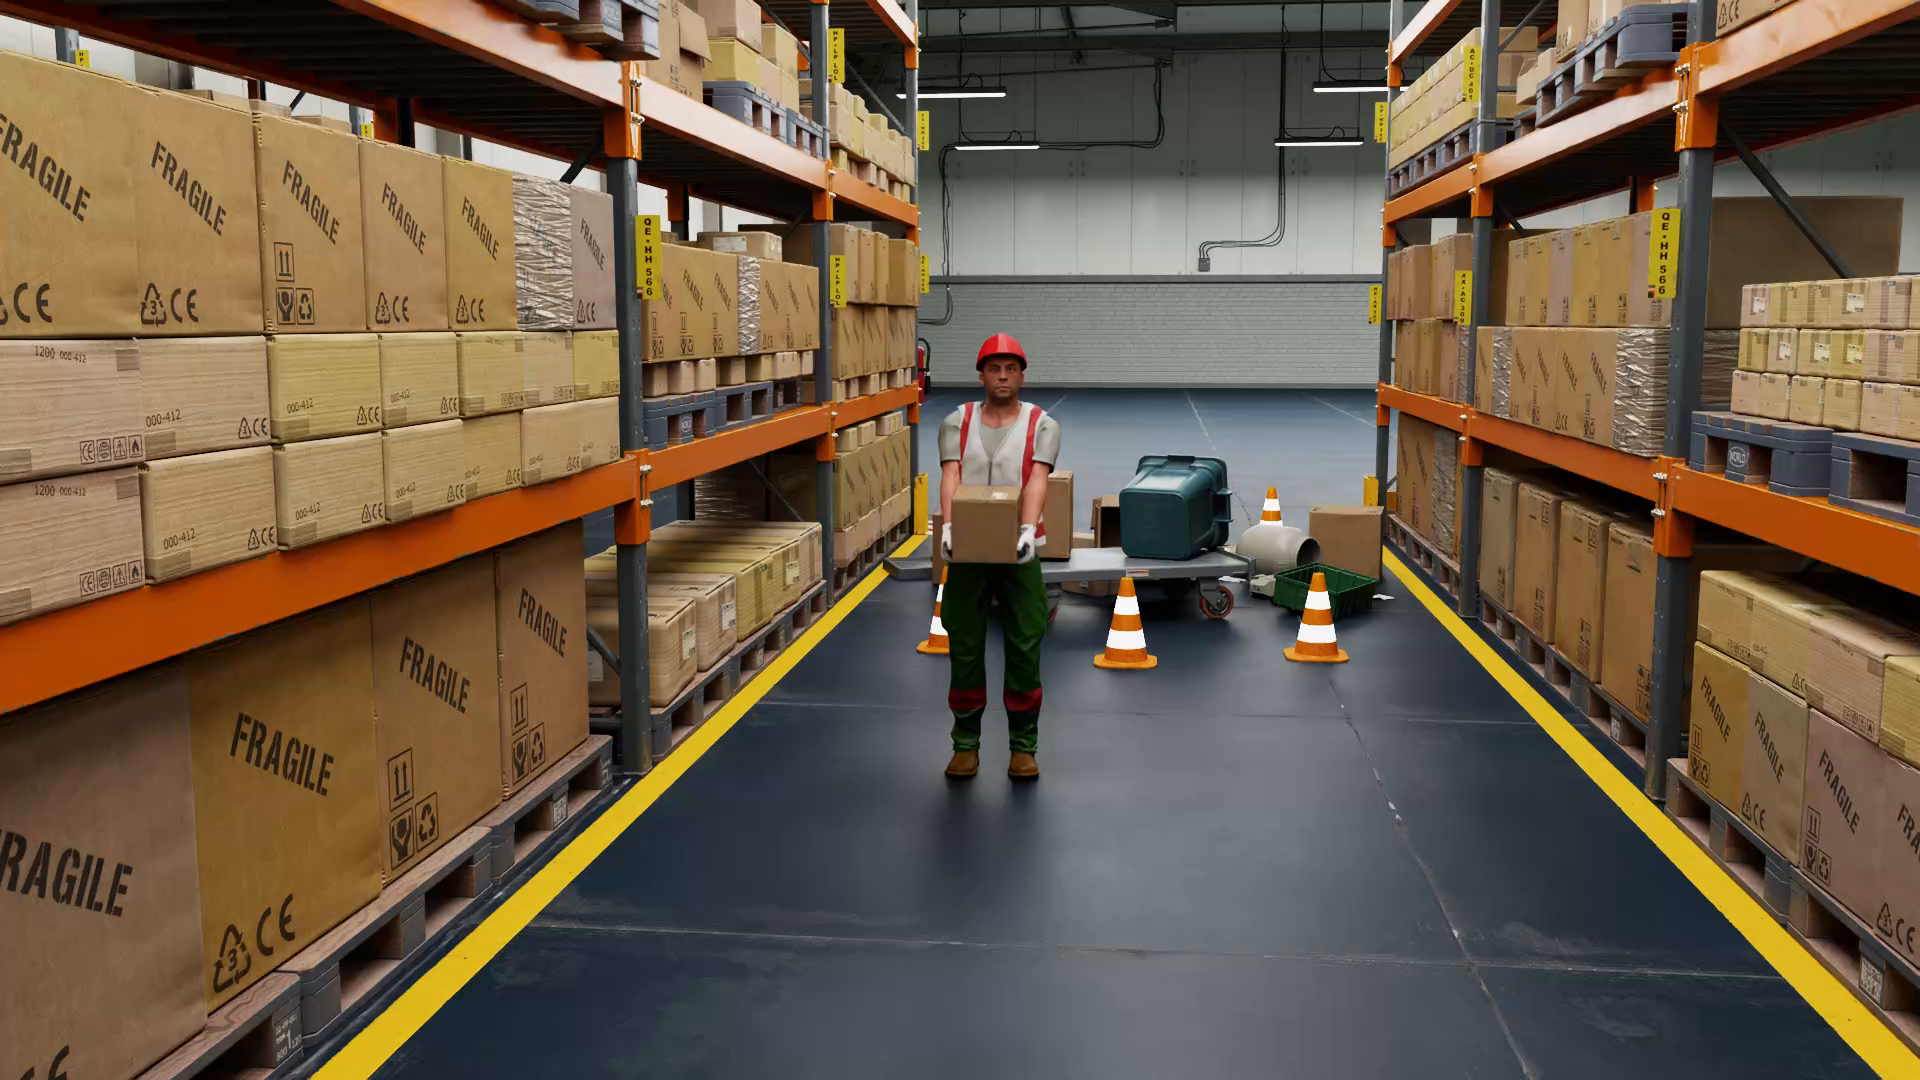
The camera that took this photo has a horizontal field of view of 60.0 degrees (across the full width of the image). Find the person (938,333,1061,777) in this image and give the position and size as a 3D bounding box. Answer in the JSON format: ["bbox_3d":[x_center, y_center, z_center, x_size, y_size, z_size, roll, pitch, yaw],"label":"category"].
[{"bbox_3d":[0.142,0.076,6.631,0.494,1.784,0.564,1,8,7],"label":"person"}]
